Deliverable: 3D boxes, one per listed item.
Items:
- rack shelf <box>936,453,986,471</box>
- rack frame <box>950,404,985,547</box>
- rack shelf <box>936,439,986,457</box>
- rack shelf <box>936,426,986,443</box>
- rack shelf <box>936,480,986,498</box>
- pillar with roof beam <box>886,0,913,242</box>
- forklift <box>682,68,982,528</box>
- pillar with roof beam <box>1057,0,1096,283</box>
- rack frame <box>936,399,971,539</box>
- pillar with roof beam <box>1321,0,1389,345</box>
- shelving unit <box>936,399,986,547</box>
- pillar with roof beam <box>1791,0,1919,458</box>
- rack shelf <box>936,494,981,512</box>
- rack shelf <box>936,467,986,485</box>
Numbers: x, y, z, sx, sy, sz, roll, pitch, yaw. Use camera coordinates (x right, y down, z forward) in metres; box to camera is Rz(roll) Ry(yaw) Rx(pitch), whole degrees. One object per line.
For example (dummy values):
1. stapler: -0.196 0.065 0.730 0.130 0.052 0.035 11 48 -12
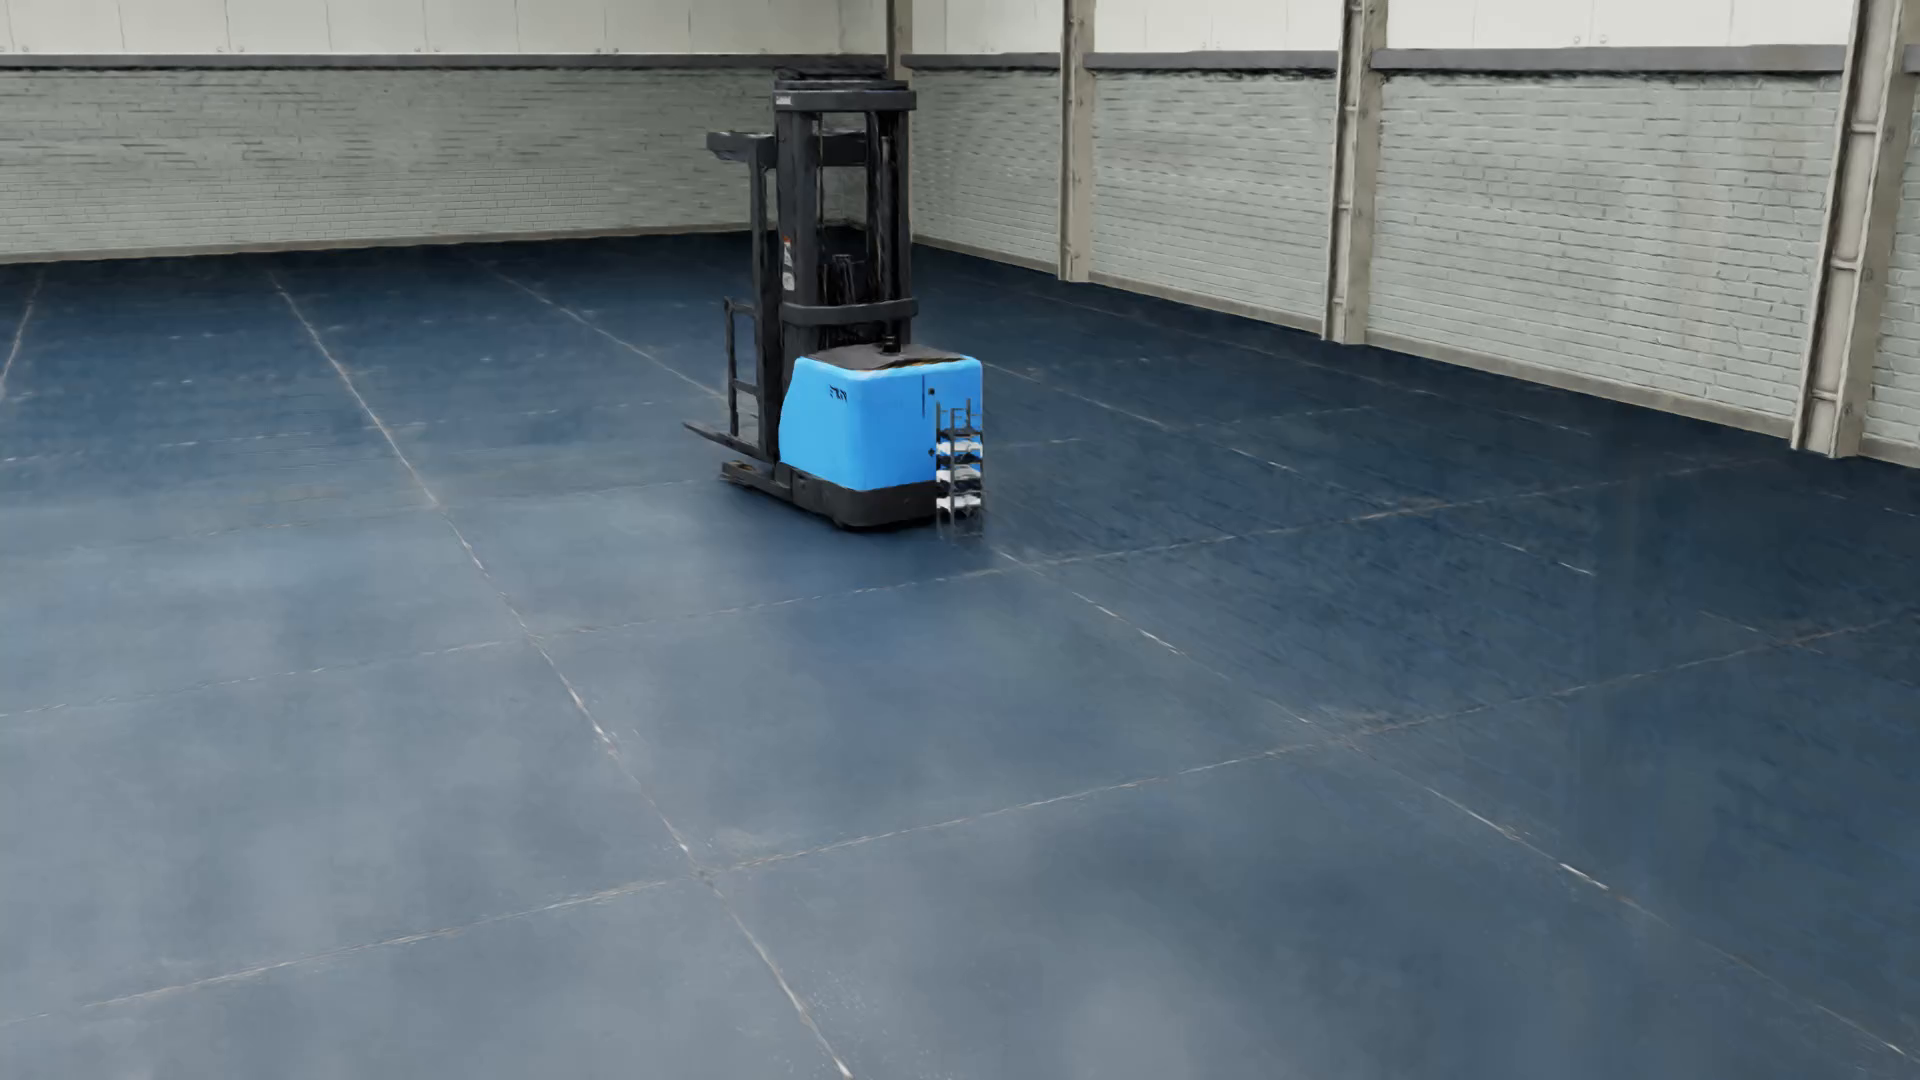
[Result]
1. rack shelf: 0.004 -0.485 10.604 0.258 0.077 0.200 -8 18 -25
2. rack frame: 0.048 -0.405 10.532 0.240 0.900 0.006 -8 18 -25
3. rack shelf: 0.004 -0.572 10.579 0.258 0.077 0.200 -8 18 -25
4. rack shelf: 0.004 -0.658 10.554 0.258 0.077 0.200 -8 18 -25
5. rack shelf: 0.004 -0.312 10.654 0.258 0.077 0.200 -8 18 -25
6. pillar with roof beam: -4.888 -8.972 25.700 9.100 9.000 0.400 -8 18 -25
7. forklift: -1.082 -1.839 11.844 1.130 2.935 3.031 -11 19 -33
8. pillar with roof beam: -2.260 -7.484 20.516 9.100 9.000 0.400 -8 18 -25
9. rack frame: -0.041 -0.456 10.707 0.240 0.900 0.006 -8 18 -25
10. pillar with roof beam: 0.369 -5.996 15.332 9.100 9.000 0.400 -8 18 -25
11. shelving unit: 0.004 -0.431 10.620 0.258 0.900 0.210 -8 18 -25
12. pillar with roof beam: 2.997 -4.508 10.147 9.100 9.000 0.400 -8 18 -25
13. rack shelf: 0.004 -0.225 10.678 0.258 0.077 0.200 -8 18 -25
14. rack shelf: 0.004 -0.398 10.629 0.258 0.077 0.200 -8 18 -25
